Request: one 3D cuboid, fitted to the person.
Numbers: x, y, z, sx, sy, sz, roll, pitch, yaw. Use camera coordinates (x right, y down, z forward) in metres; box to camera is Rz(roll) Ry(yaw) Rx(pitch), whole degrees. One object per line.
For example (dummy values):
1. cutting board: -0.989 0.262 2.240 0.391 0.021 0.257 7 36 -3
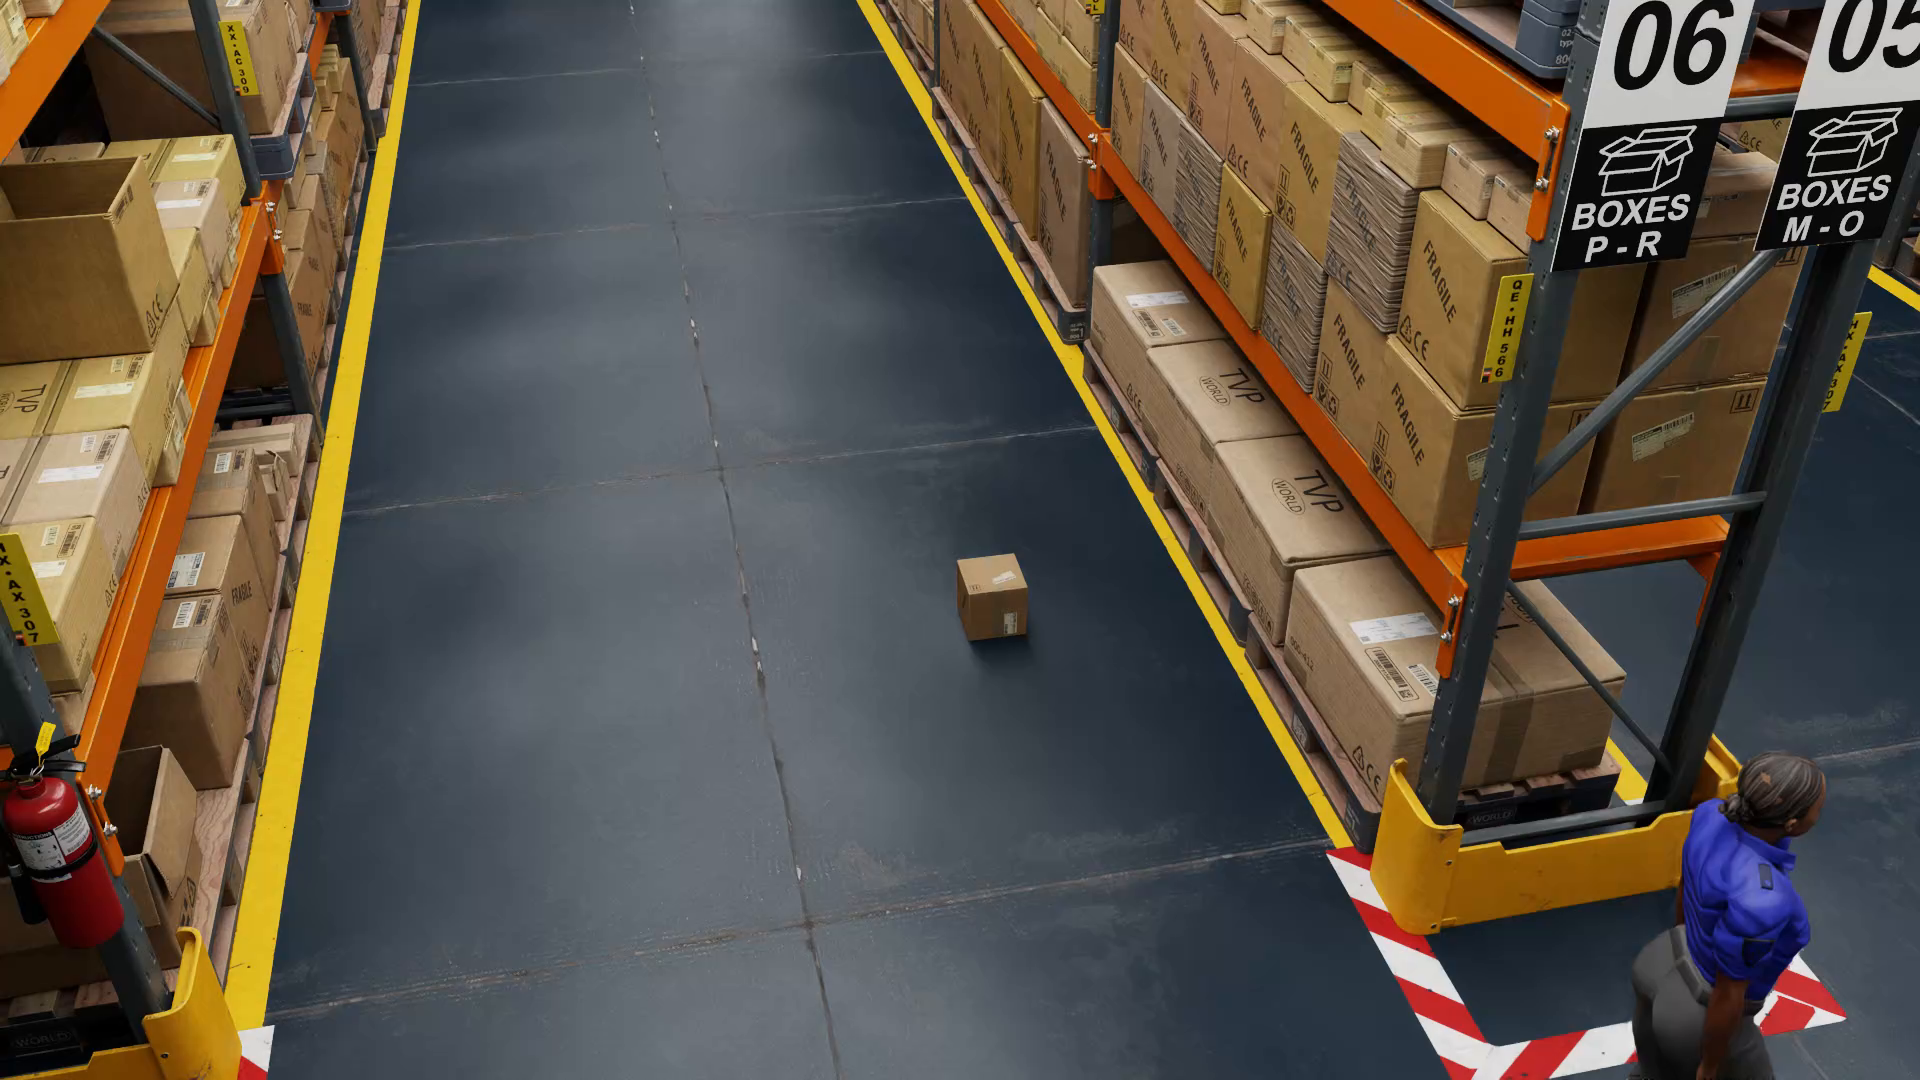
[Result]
1. person: 1.920 1.208 4.341 0.453 1.653 0.497 2 35 3
